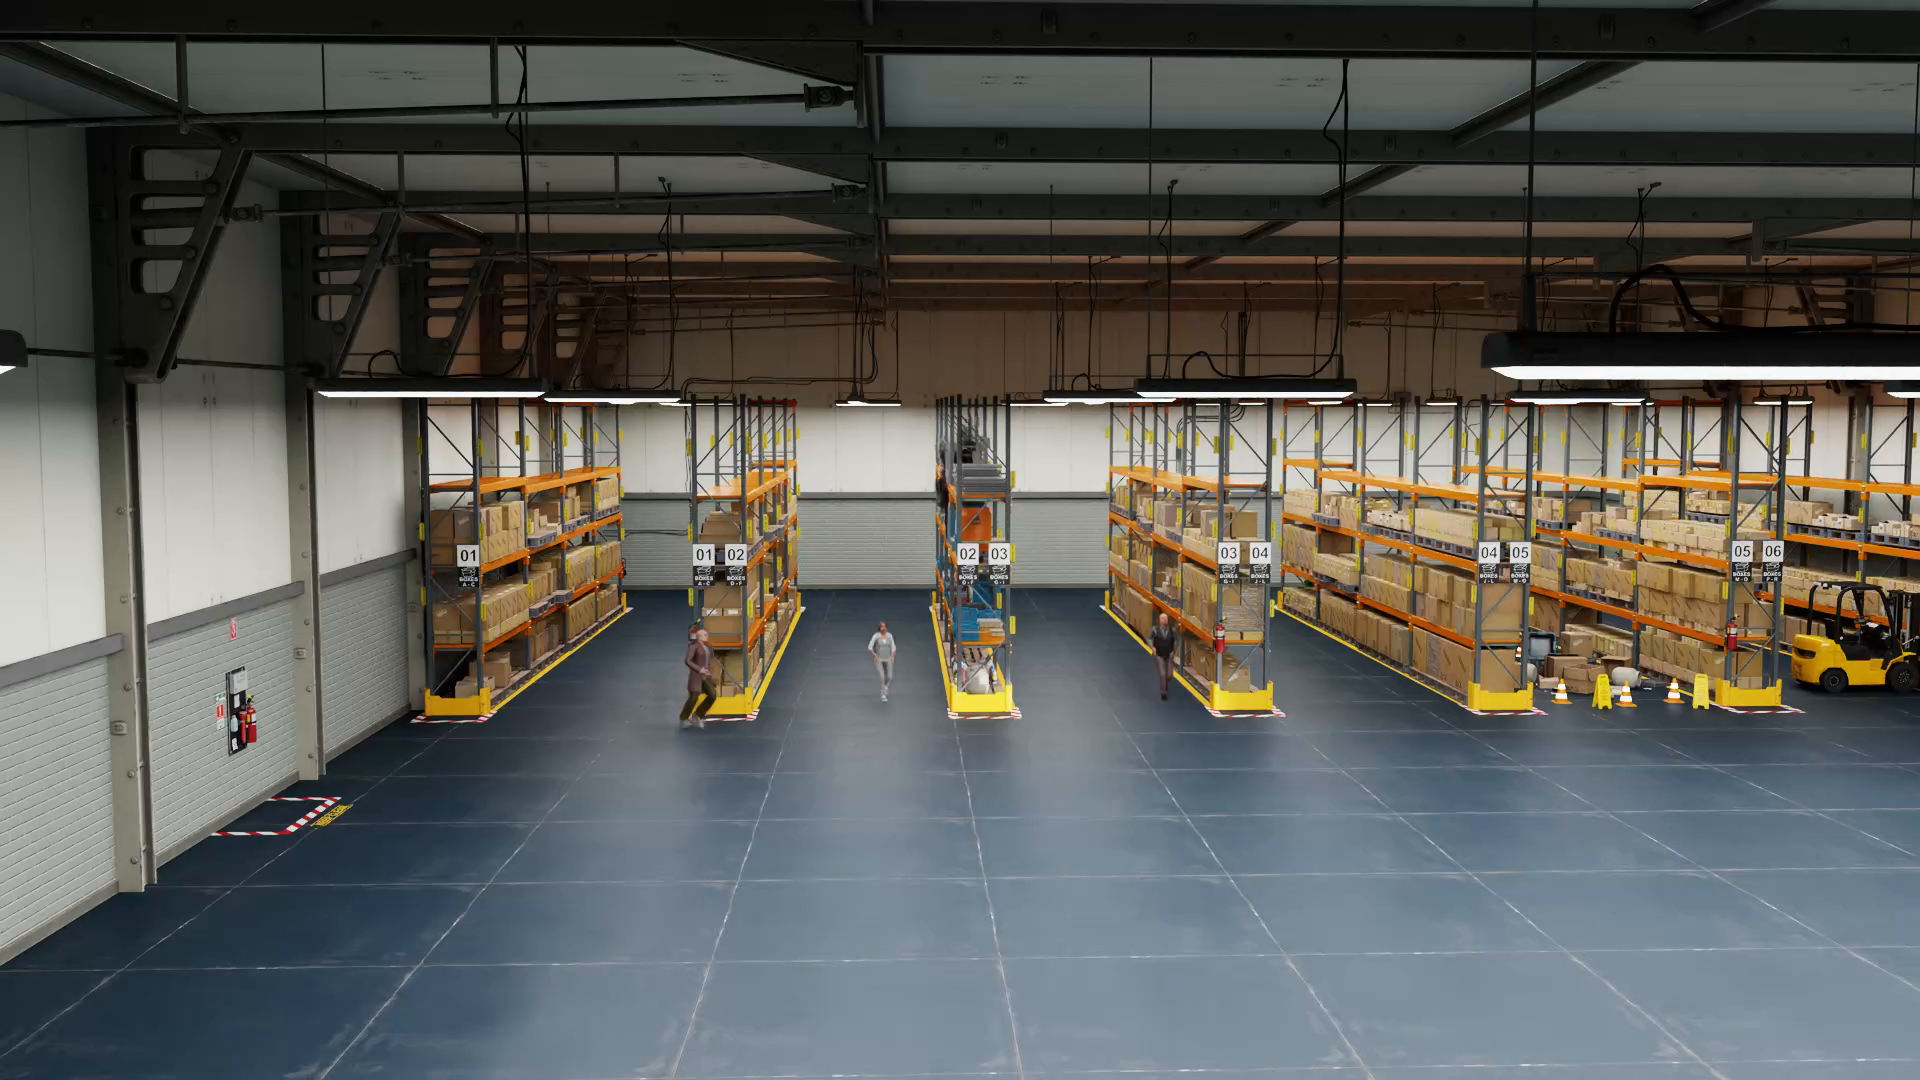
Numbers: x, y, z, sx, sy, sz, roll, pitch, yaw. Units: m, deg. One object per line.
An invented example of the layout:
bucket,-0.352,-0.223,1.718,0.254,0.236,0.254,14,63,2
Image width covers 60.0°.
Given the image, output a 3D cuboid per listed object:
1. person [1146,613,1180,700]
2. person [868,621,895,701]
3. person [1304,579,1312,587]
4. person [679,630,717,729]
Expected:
person,4.014,2.290,32.953,0.670,1.697,0.664,0,5,-4
person,-1.540,2.370,32.716,0.560,1.565,0.543,-1,5,-15
person,10.340,1.009,49.049,0.730,1.704,0.719,-4,6,-42
person,-4.680,2.494,29.979,0.705,1.759,0.757,3,6,35
